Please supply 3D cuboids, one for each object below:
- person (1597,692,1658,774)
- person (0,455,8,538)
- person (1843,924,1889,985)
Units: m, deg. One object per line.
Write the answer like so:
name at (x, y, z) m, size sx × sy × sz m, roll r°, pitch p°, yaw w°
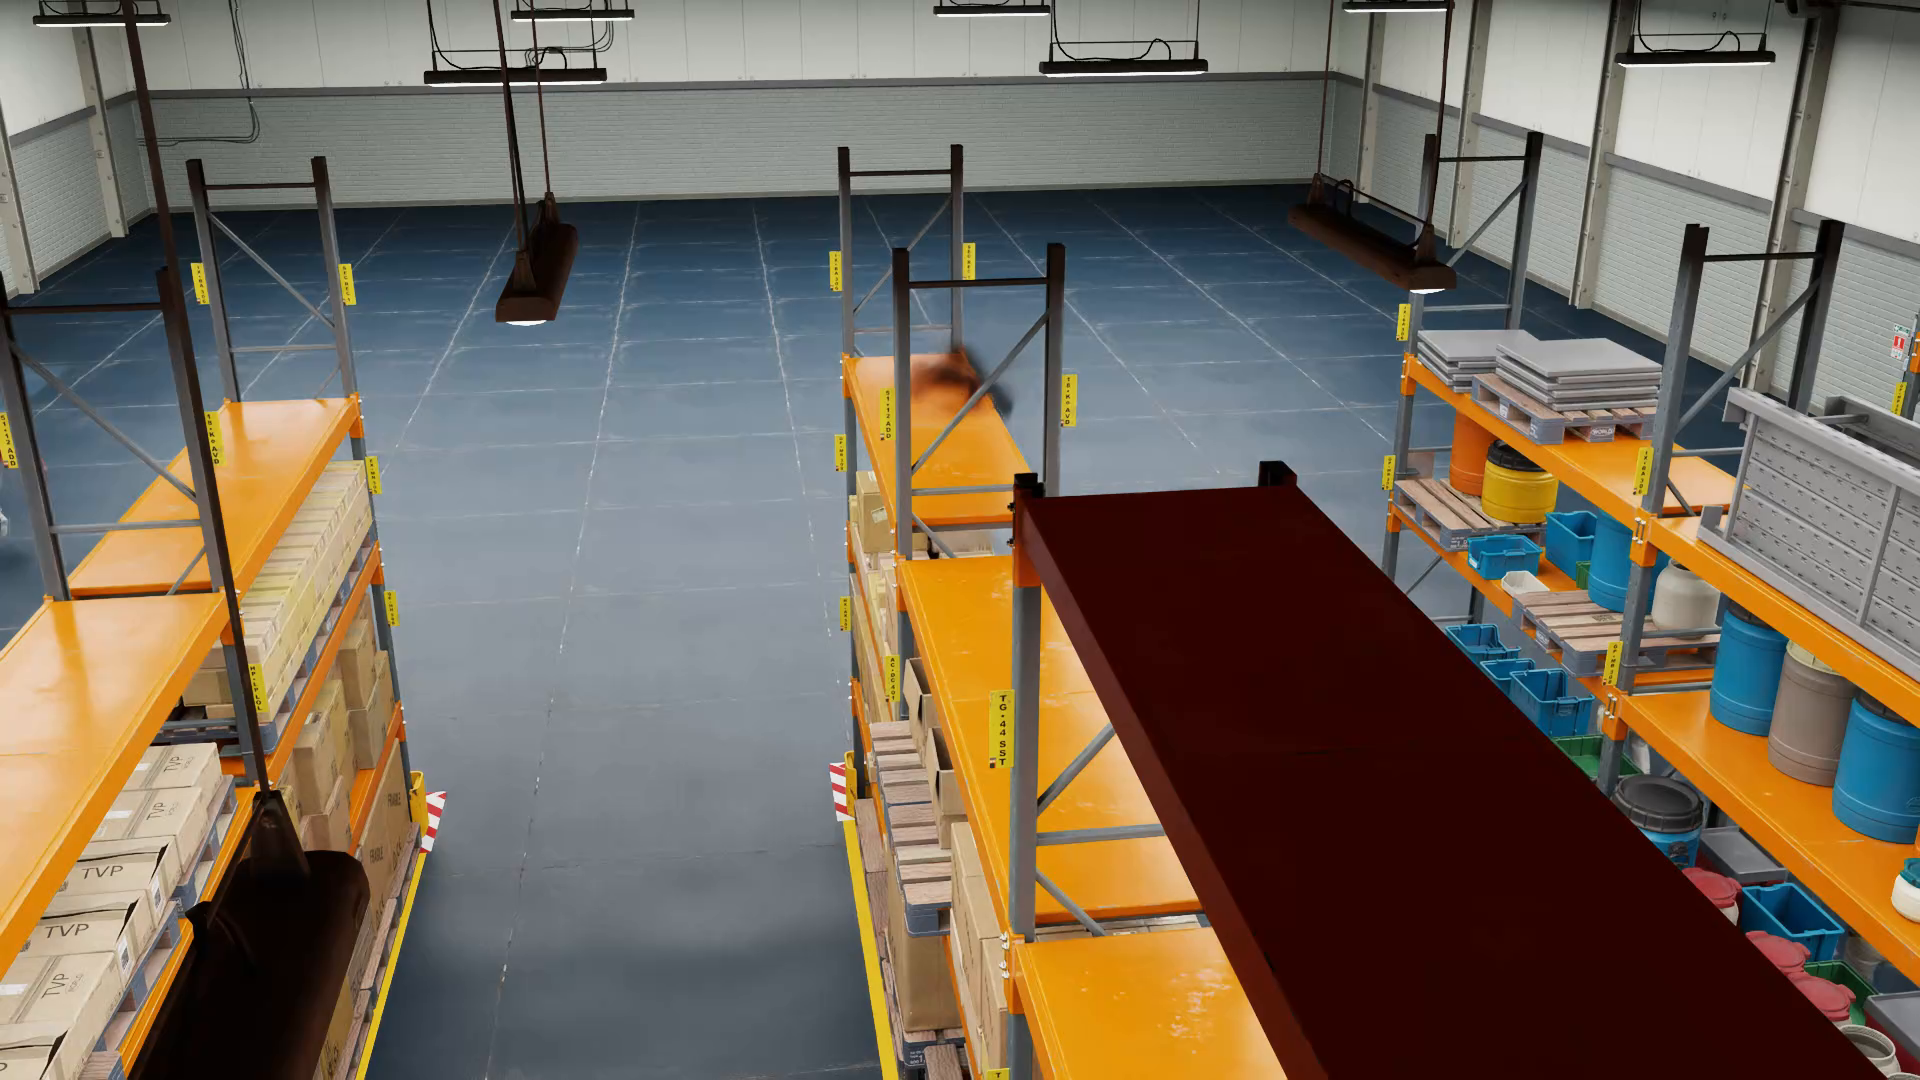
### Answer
person at (6.216, 1.535, 15.406) m, size 0.724 × 1.815 × 0.766 m, roll -4°, pitch 22°, yaw -10°
person at (-12.515, -0.698, 21.131) m, size 0.622 × 1.676 × 0.678 m, roll 11°, pitch 24°, yaw 26°
person at (6.696, 2.901, 12.079) m, size 0.619 × 1.638 × 0.862 m, roll -4°, pitch 22°, yaw -10°
